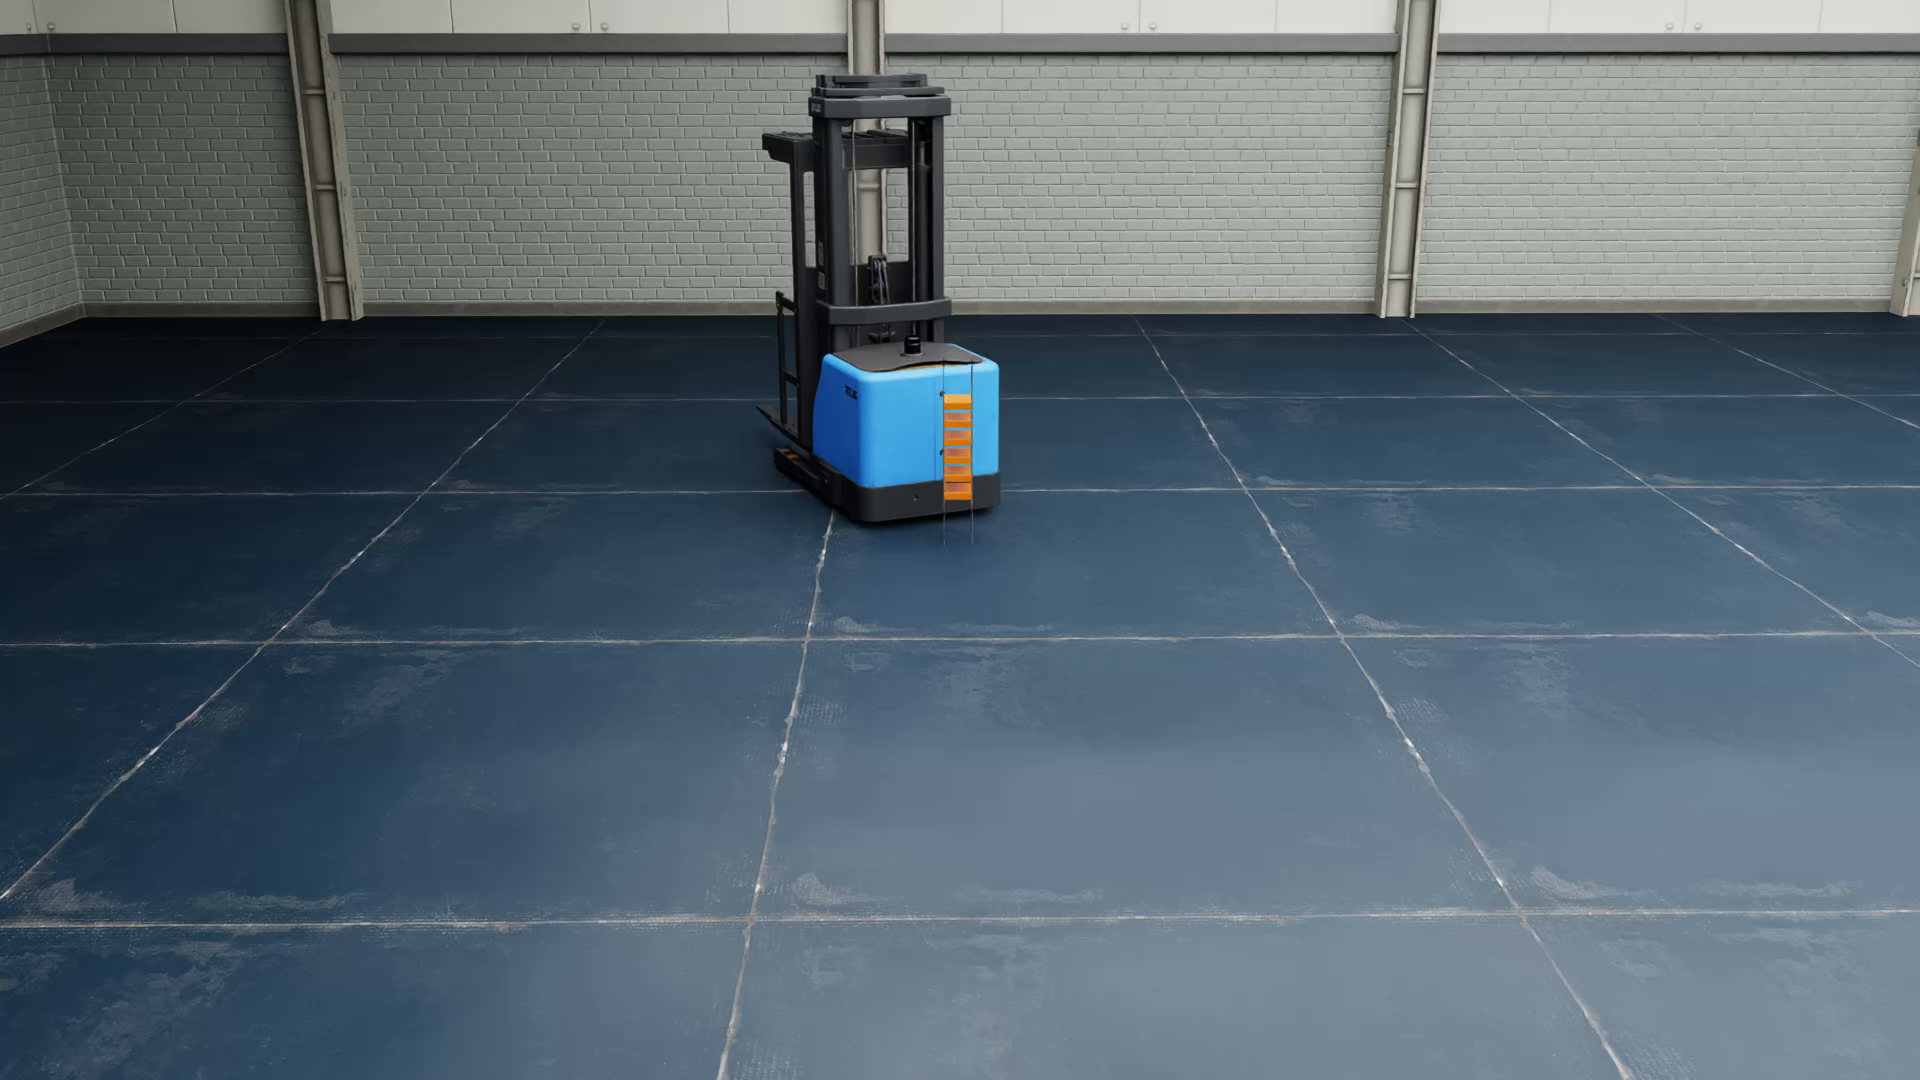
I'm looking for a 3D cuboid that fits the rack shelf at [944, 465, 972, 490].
[{"bbox_3d":[-0.014,-0.415,10.914,0.180,0.103,0.258,0,18,-1],"label":"rack shelf"}]

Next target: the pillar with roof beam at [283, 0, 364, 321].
[{"bbox_3d":[-6.949,-5.492,13.437,0.400,9.000,9.100,0,18,-1],"label":"pillar with roof beam"}]

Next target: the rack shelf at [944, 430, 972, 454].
[{"bbox_3d":[-0.014,-0.643,10.841,0.180,0.103,0.258,0,18,-1],"label":"rack shelf"}]

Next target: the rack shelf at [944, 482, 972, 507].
[{"bbox_3d":[-0.014,-0.300,10.951,0.180,0.103,0.258,0,18,-1],"label":"rack shelf"}]

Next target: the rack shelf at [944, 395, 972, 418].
[{"bbox_3d":[-0.014,-0.872,10.768,0.180,0.103,0.258,0,18,-1],"label":"rack shelf"}]

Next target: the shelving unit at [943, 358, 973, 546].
[{"bbox_3d":[-0.014,-0.571,10.864,0.189,1.200,0.258,0,18,-1],"label":"shelving unit"}]

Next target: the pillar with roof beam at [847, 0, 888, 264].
[{"bbox_3d":[-0.949,-5.521,13.527,0.400,9.000,9.100,0,18,-1],"label":"pillar with roof beam"}]

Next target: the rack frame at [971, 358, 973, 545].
[{"bbox_3d":[0.077,-0.572,10.865,0.006,1.200,0.240,0,18,-1],"label":"rack frame"}]

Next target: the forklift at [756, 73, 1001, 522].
[{"bbox_3d":[-0.776,-1.925,12.249,1.130,2.935,3.031,-8,19,-23],"label":"forklift"}]

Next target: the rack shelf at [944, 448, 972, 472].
[{"bbox_3d":[-0.014,-0.529,10.878,0.180,0.103,0.258,0,18,-1],"label":"rack shelf"}]

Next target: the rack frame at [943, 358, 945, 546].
[{"bbox_3d":[-0.106,-0.571,10.863,0.006,1.200,0.240,0,18,-1],"label":"rack frame"}]

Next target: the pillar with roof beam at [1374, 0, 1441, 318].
[{"bbox_3d":[5.050,-5.550,13.618,0.400,9.000,9.100,0,18,-1],"label":"pillar with roof beam"}]

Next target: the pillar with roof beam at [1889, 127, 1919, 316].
[{"bbox_3d":[11.049,-5.579,13.708,0.400,9.000,9.100,0,18,-1],"label":"pillar with roof beam"}]

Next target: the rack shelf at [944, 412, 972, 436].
[{"bbox_3d":[-0.014,-0.757,10.804,0.180,0.103,0.258,0,18,-1],"label":"rack shelf"}]
